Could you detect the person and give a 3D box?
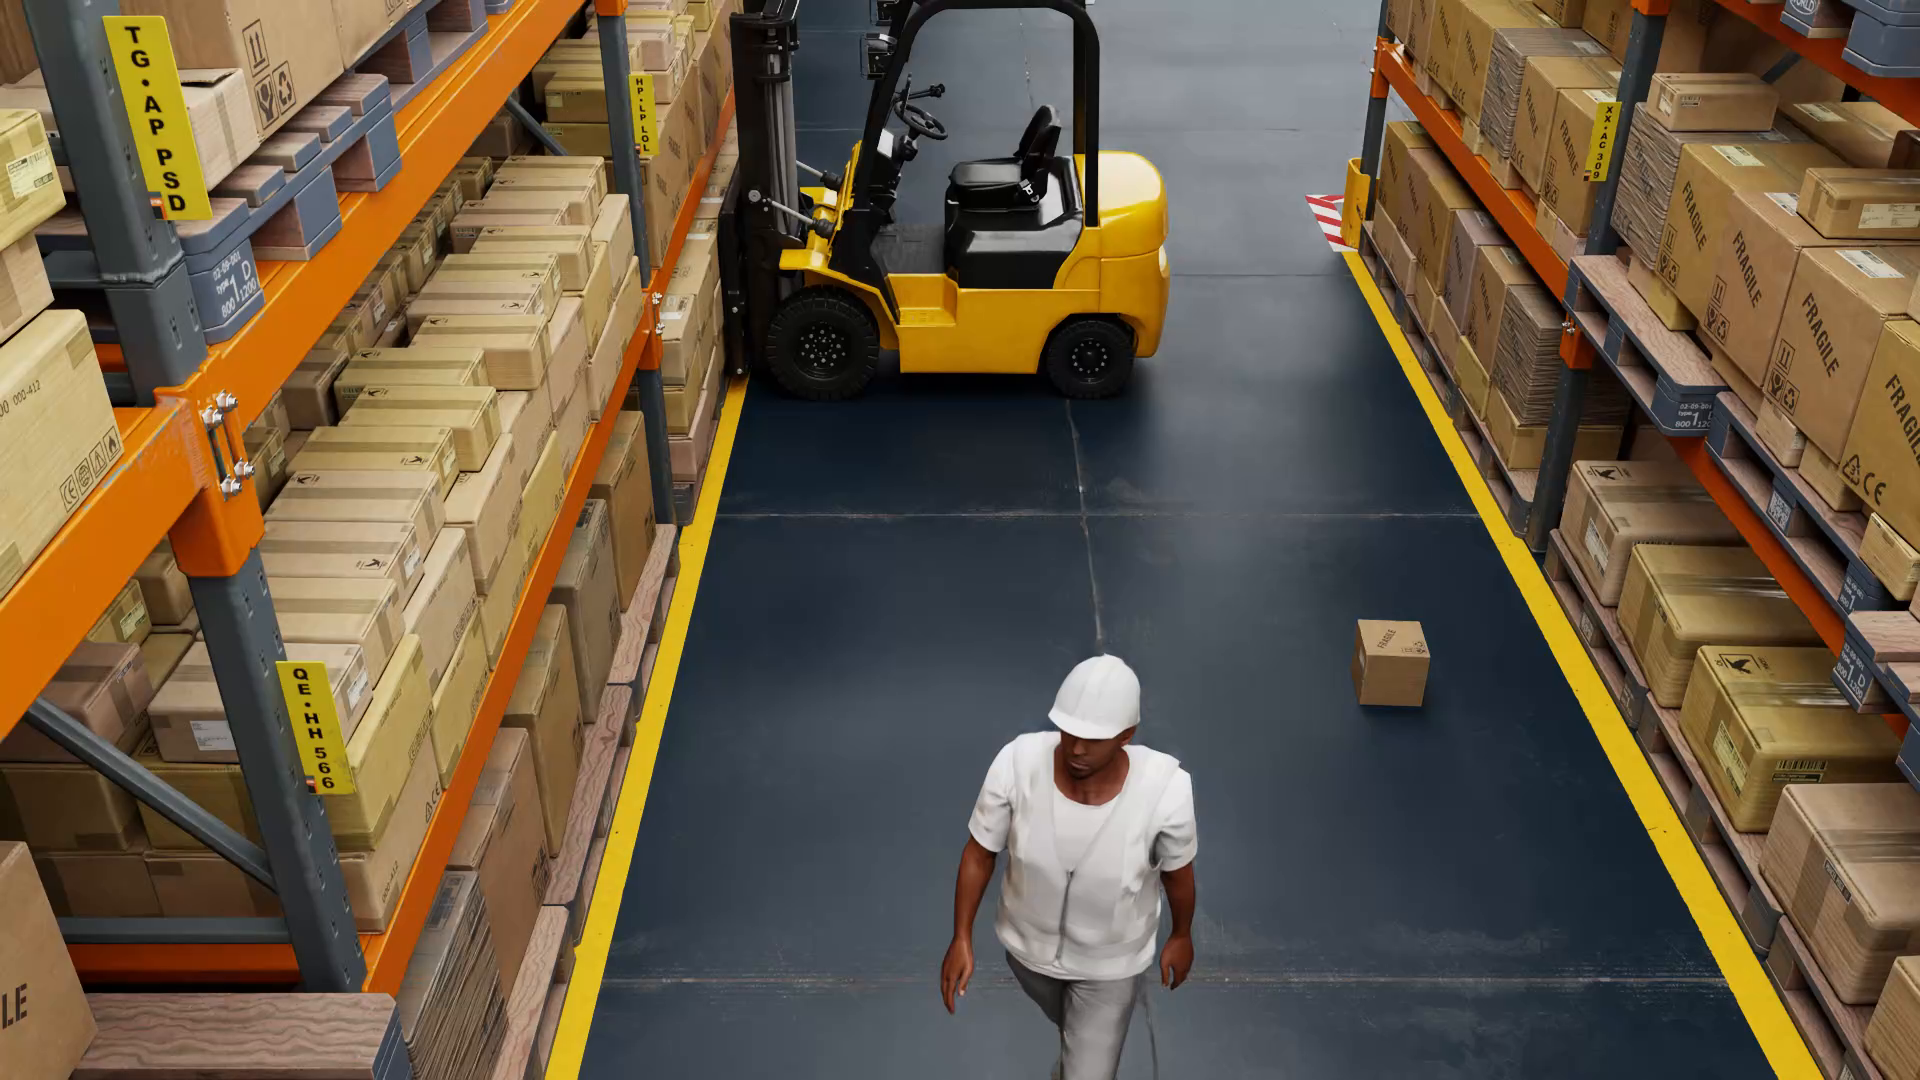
[{"bbox_3d":[0.274,1.075,4.349,0.604,1.716,1.031,11,33,18],"label":"person"}]
